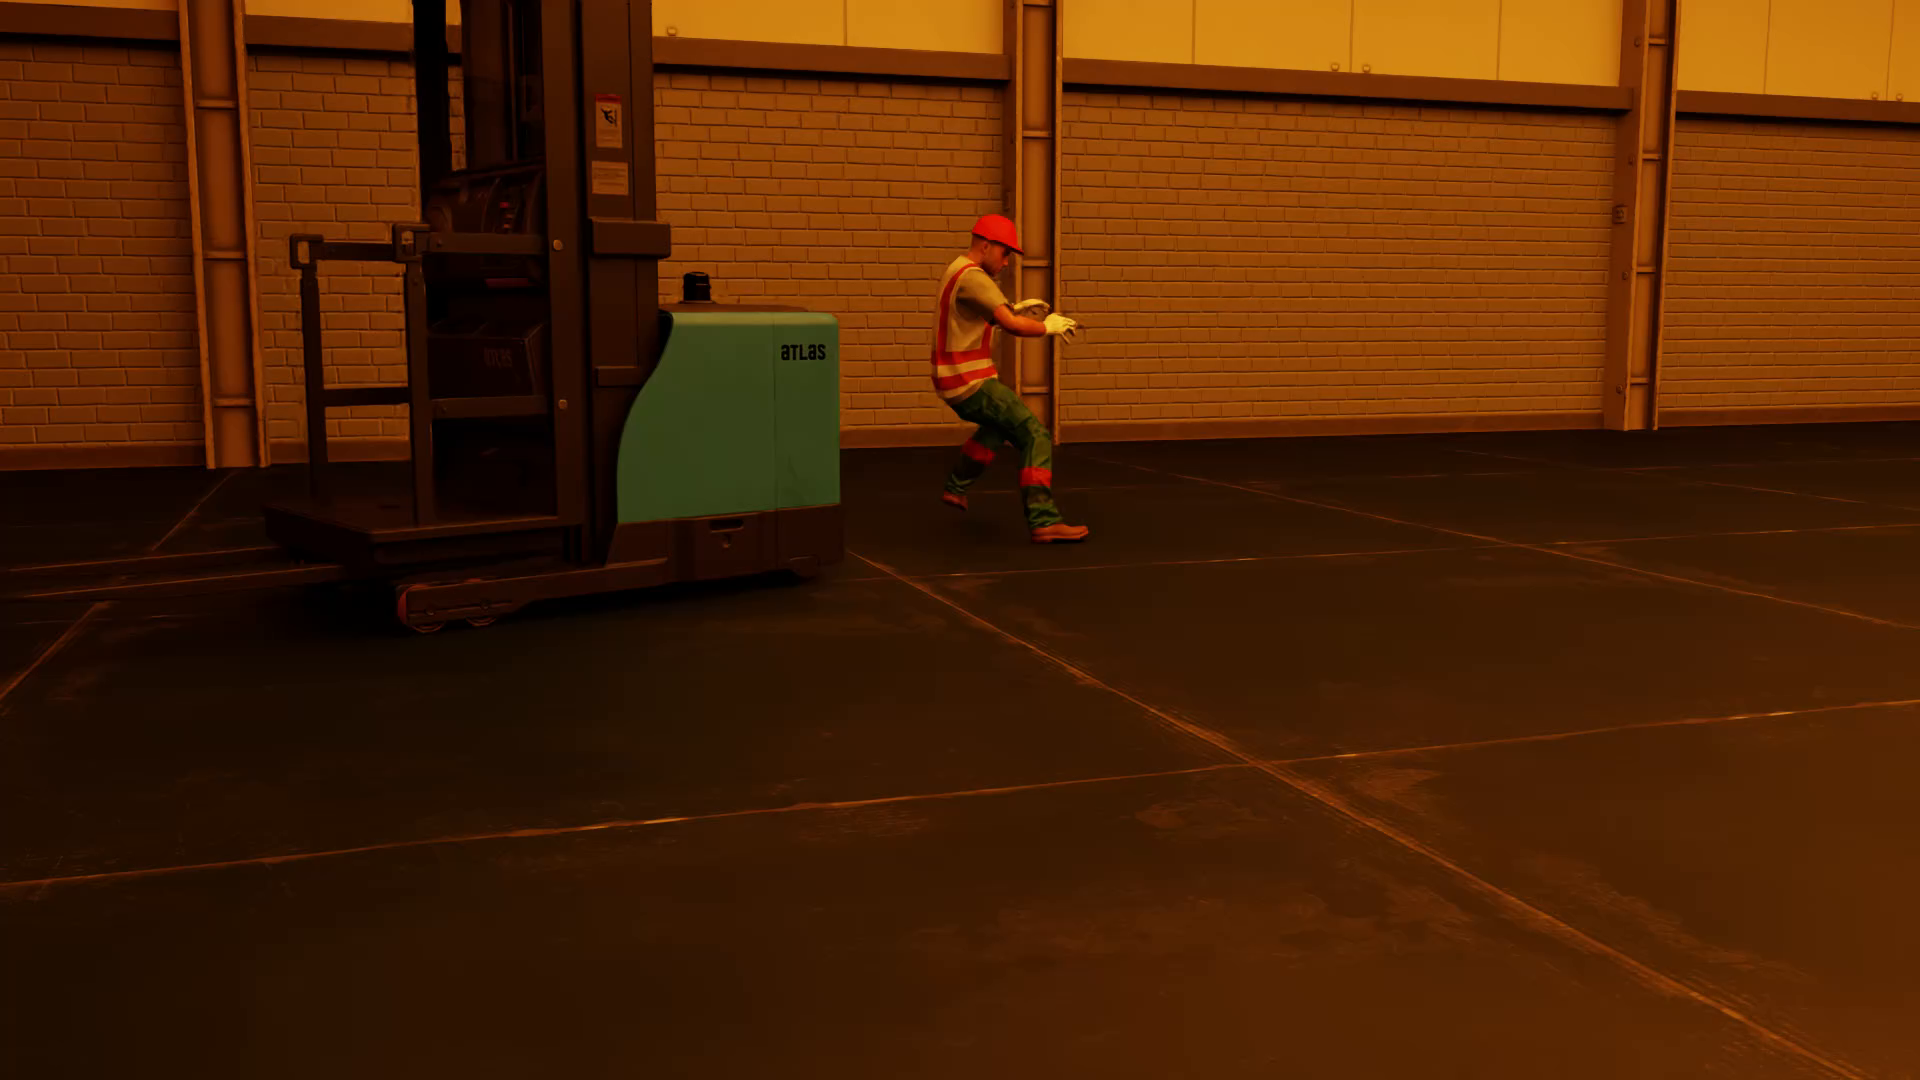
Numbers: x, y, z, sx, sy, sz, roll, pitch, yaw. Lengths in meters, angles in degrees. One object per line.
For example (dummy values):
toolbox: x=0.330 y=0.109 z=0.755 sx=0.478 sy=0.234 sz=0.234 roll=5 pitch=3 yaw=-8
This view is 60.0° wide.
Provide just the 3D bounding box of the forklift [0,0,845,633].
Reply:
forklift: x=-1.922 y=-1.217 z=5.997 sx=3.031 sy=2.935 sz=1.130 roll=-6 pitch=10 yaw=-40

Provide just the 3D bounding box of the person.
person: x=0.204 y=-0.827 z=8.260 sx=0.692 sy=1.548 sz=1.229 roll=-1 pitch=8 yaw=-7
